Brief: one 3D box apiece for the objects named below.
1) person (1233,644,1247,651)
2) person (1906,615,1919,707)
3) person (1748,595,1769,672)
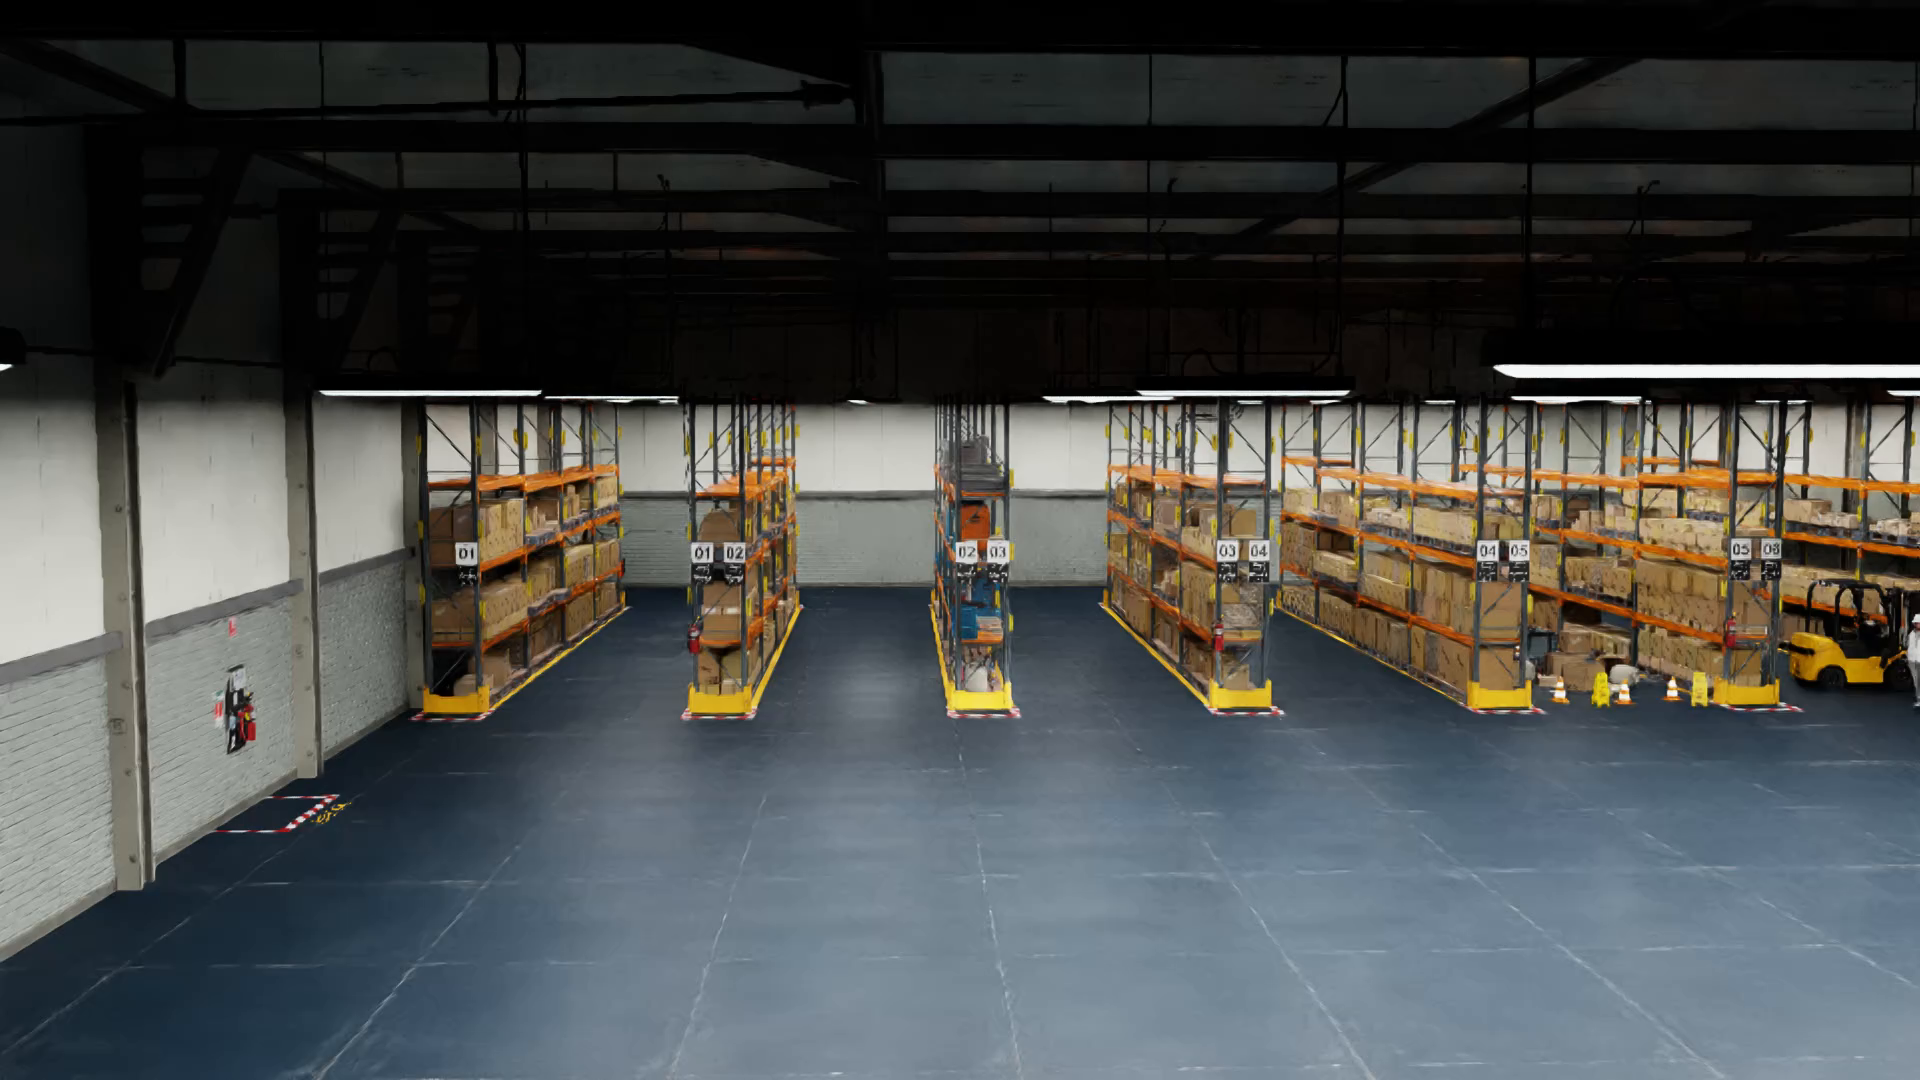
[{"bbox_3d":[6.613,1.746,39.145,0.441,1.666,0.553,-2,5,-24],"label":"person"},{"bbox_3d":[18.297,2.297,31.635,0.443,1.761,0.587,-3,5,-33],"label":"person"},{"bbox_3d":[17.080,2.030,35.694,0.414,1.673,0.518,-3,5,-30],"label":"person"}]
